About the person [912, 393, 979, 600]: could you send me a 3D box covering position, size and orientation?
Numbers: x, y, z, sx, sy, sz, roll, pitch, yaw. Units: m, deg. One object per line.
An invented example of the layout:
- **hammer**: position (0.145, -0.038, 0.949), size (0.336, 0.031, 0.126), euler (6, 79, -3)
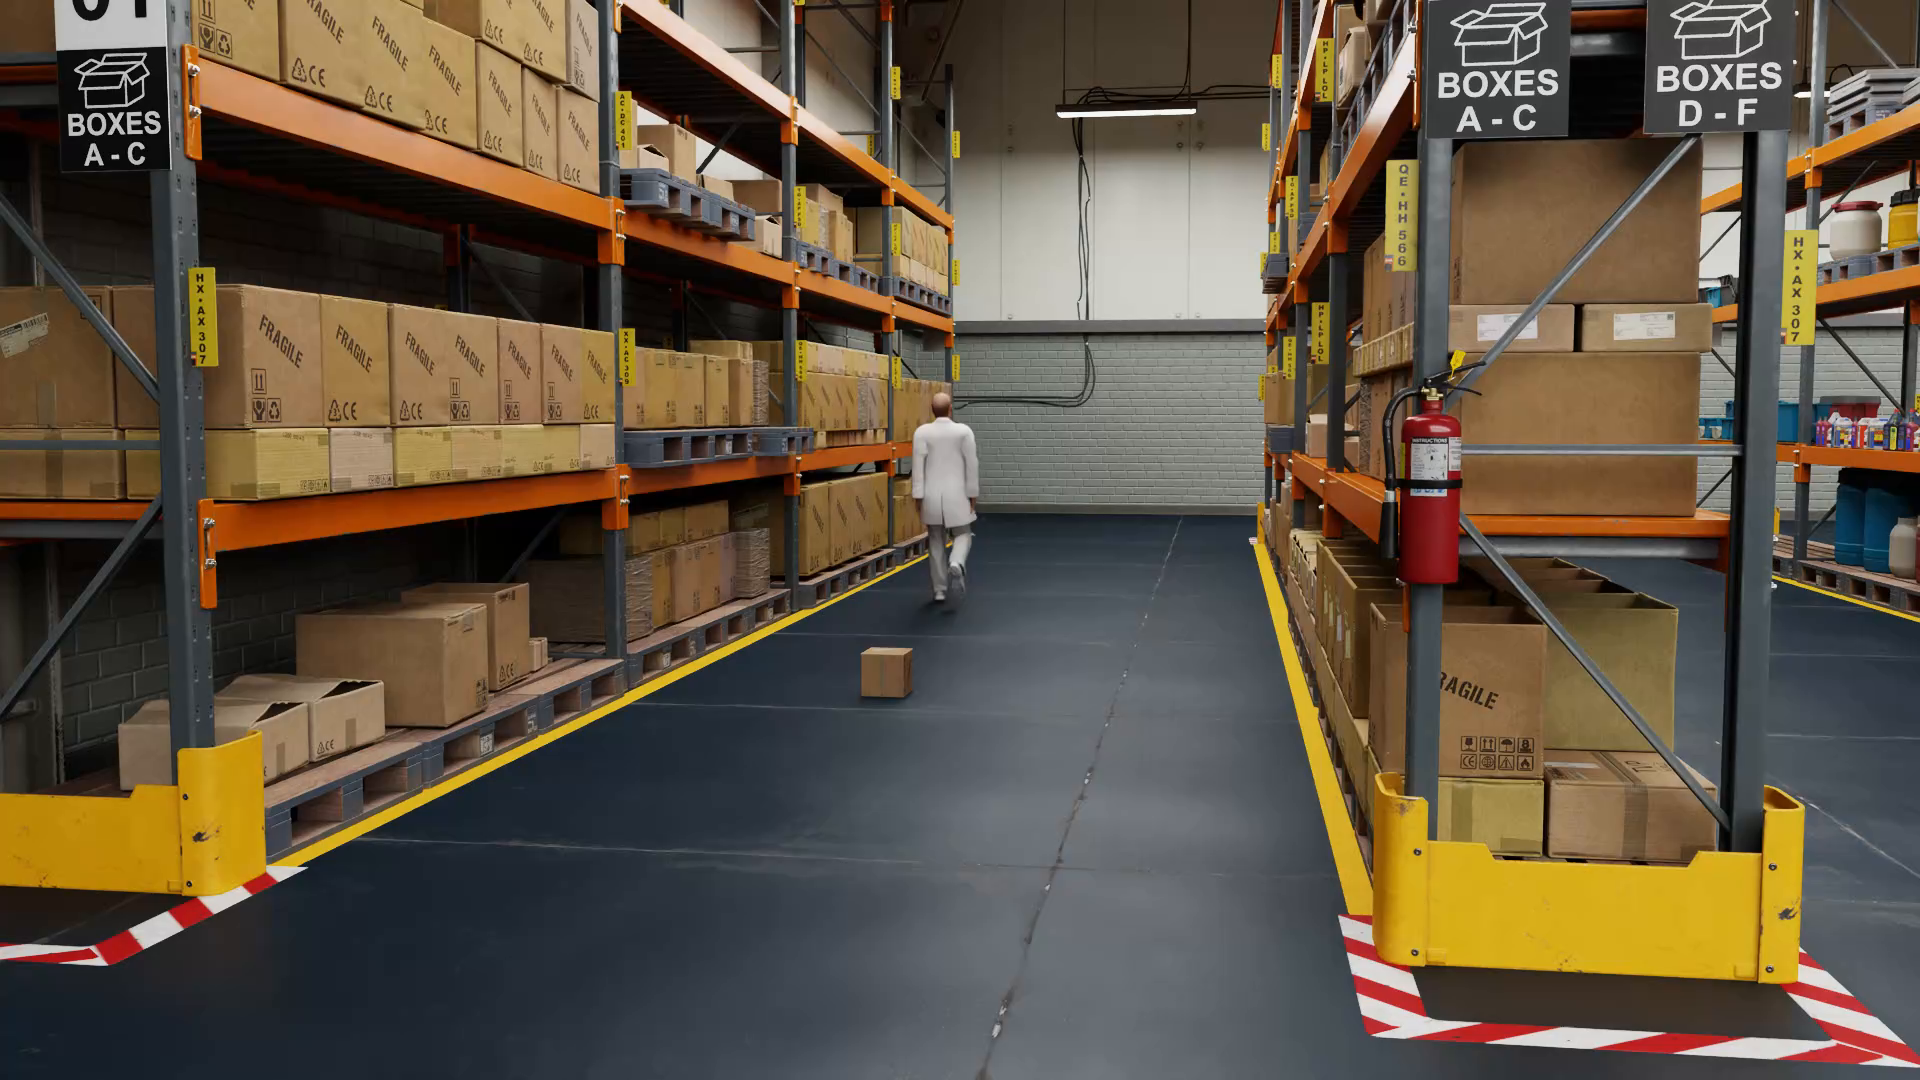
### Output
- **person**: position (-0.124, -0.366, 14.109), size (0.576, 1.764, 0.680), euler (0, 4, 4)
